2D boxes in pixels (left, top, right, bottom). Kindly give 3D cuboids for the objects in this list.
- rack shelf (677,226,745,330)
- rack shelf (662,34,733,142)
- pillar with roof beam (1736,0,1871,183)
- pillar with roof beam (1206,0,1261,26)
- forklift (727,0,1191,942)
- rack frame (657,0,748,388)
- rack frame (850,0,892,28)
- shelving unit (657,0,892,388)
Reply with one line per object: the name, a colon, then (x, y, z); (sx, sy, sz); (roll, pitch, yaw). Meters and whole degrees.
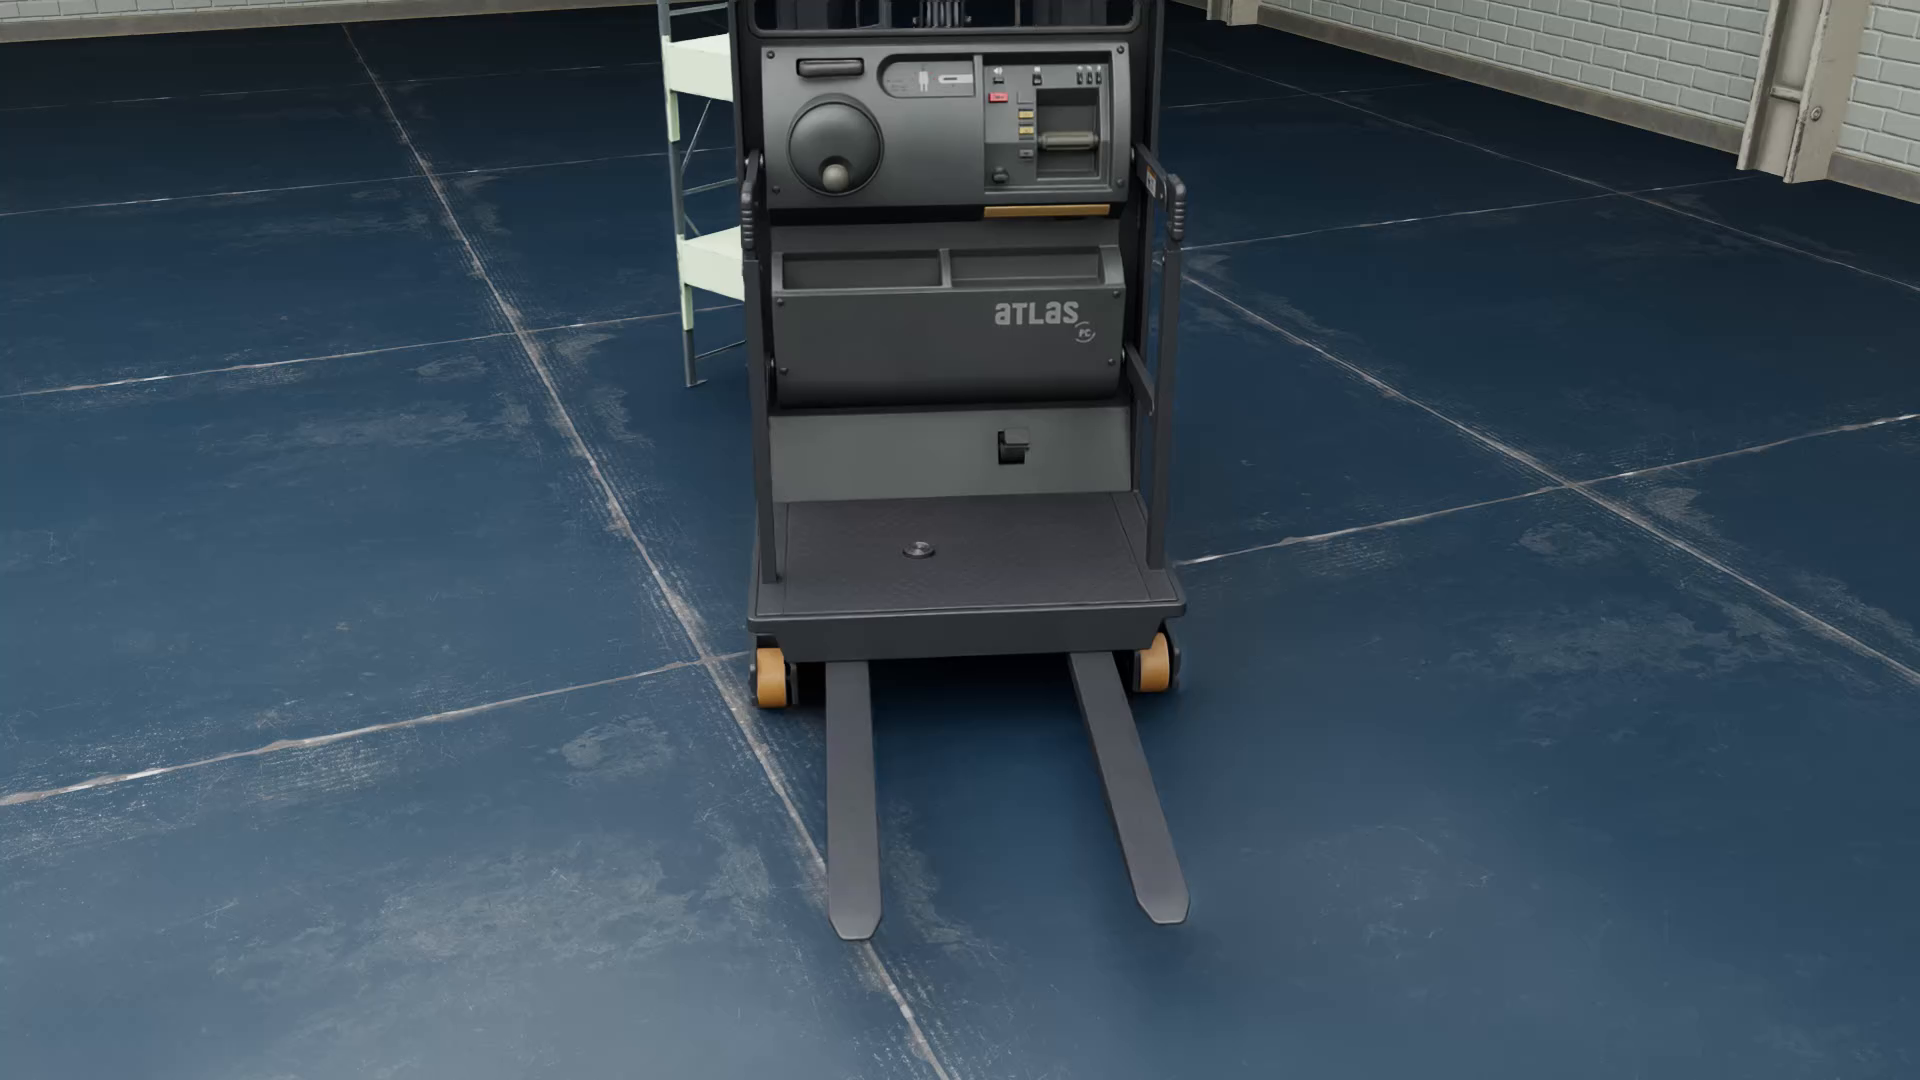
rack shelf: (-0.648, -0.934, 6.195); (0.720, 0.370, 0.431); (21, 33, 36)
rack shelf: (-0.648, -1.578, 5.881); (0.720, 0.370, 0.431); (21, 33, 36)
pillar with roof beam: (0.776, -5.417, 6.089); (9.100, 9.000, 0.400); (-11, 28, -21)
pillar with roof beam: (-1.574, -7.840, 11.050); (9.100, 9.000, 0.400); (-11, 28, -21)
forklift: (-0.013, -1.027, 4.013); (1.130, 2.935, 3.031); (-2, 26, -4)
rack frame: (-0.924, -1.332, 6.268); (0.023, 1.500, 0.400); (21, 33, 36)
rack frame: (-0.372, -1.121, 5.836); (0.023, 1.500, 0.400); (21, 33, 36)
shelving unit: (-0.648, -1.227, 6.052); (0.755, 1.500, 0.431); (21, 33, 36)
